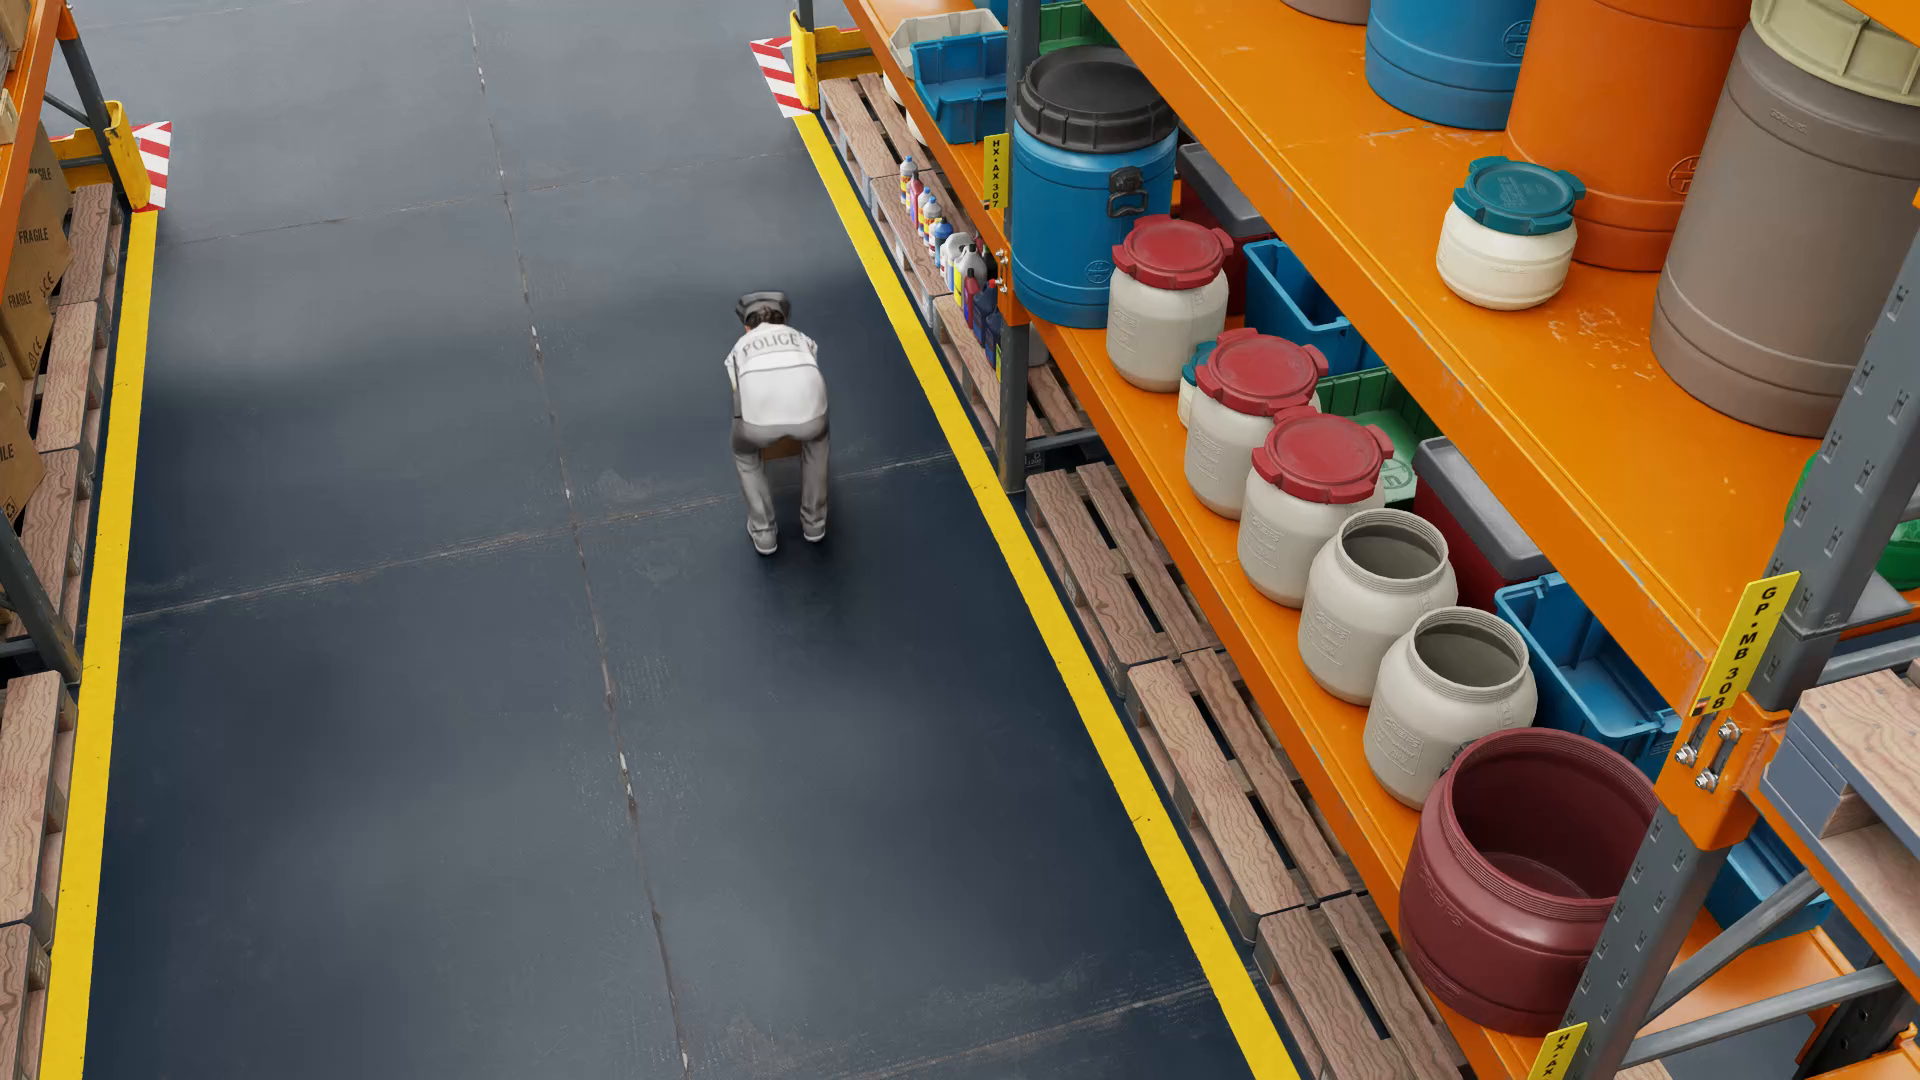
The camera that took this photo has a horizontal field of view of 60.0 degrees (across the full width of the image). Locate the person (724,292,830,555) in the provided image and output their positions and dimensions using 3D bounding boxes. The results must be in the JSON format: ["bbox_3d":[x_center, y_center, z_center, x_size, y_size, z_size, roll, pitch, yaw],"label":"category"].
[{"bbox_3d":[-0.793,-0.518,7.226,0.431,0.990,0.912,-8,43,-8],"label":"person"}]
